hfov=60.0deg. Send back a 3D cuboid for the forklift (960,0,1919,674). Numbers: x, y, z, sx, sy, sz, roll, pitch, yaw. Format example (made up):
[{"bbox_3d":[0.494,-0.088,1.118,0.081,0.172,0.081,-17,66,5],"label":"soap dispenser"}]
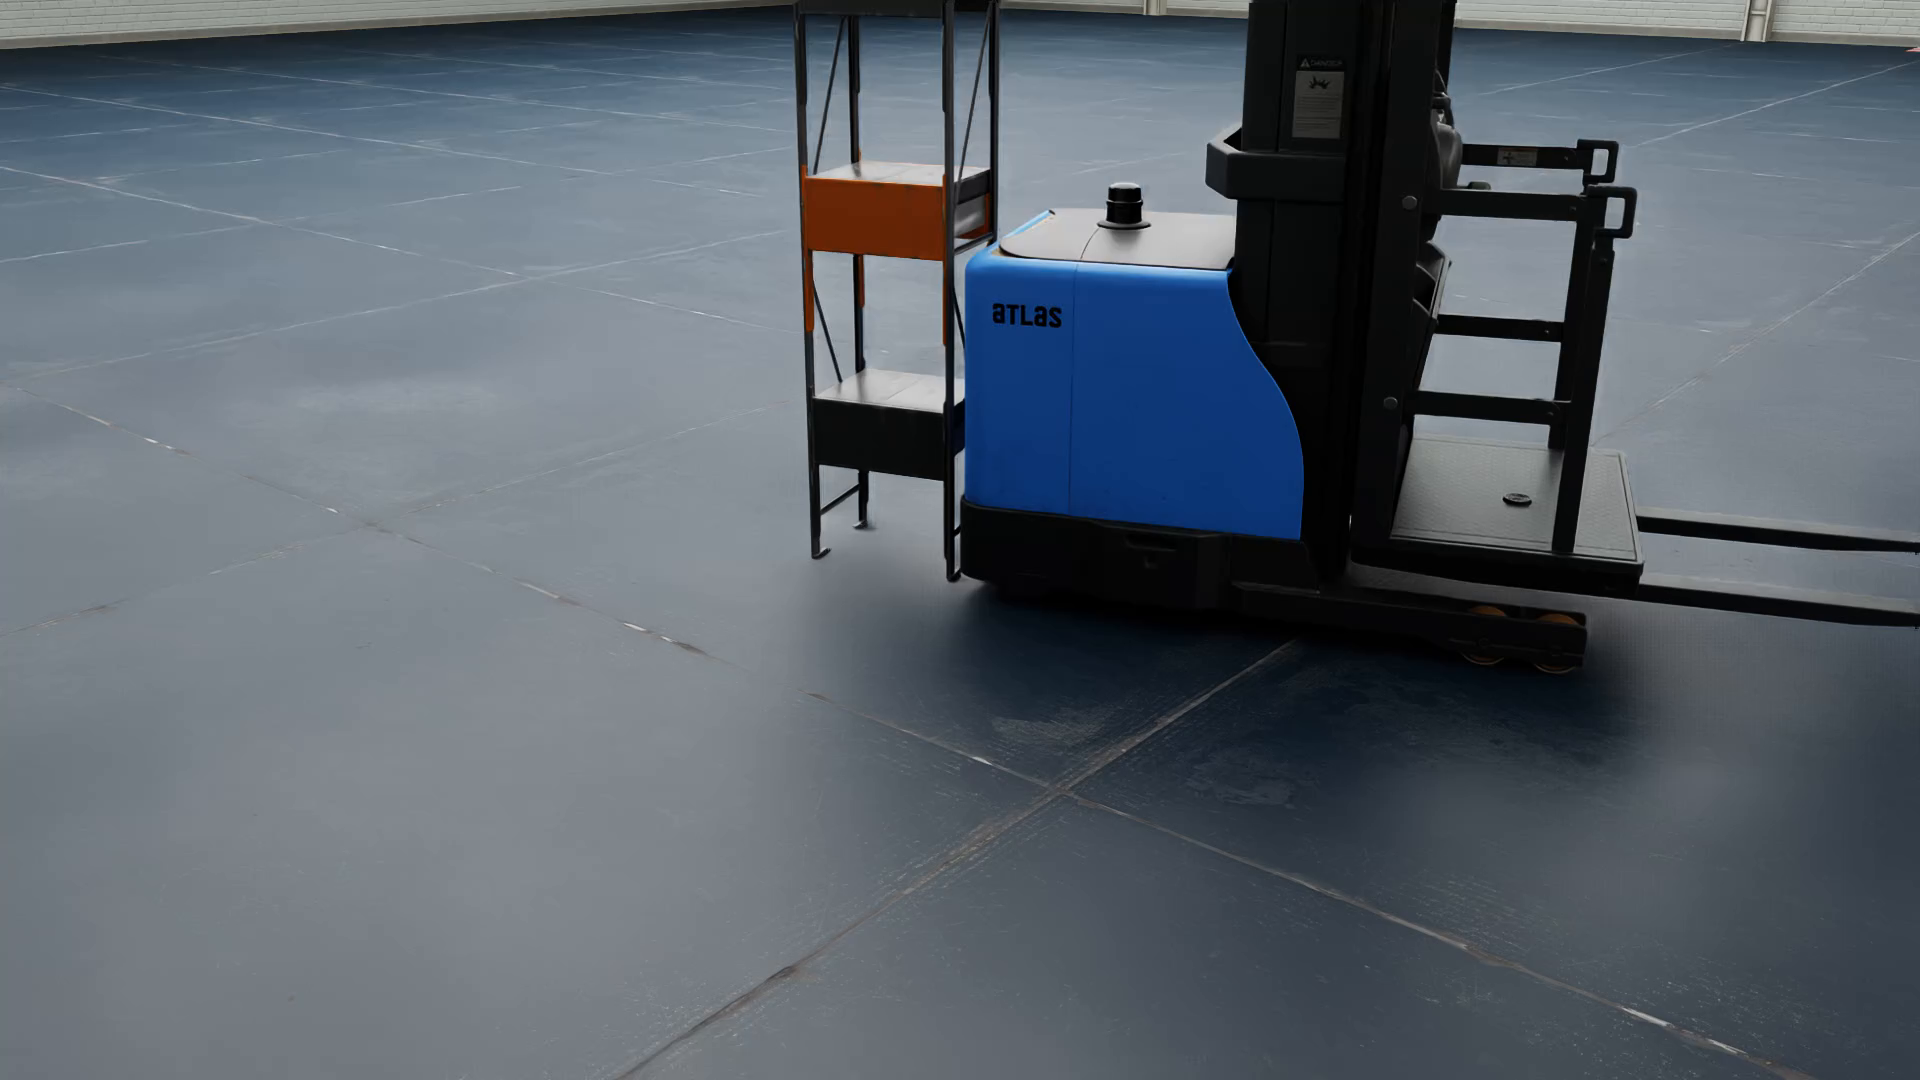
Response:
[{"bbox_3d":[1.575,-1.202,4.757,3.031,2.935,1.130,6,22,17],"label":"forklift"}]

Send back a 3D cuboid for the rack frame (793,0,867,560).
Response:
[{"bbox_3d":[-0.413,-0.983,5.355,0.015,2.100,0.400,8,22,21],"label":"rack frame"}]

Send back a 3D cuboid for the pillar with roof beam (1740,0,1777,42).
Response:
[{"bbox_3d":[10.701,-11.460,23.360,0.400,9.000,9.100,16,26,36],"label":"pillar with roof beam"}]

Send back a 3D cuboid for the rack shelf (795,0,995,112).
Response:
[{"bbox_3d":[-0.187,-1.592,5.025,0.480,0.518,0.431,8,22,21],"label":"rack shelf"}]

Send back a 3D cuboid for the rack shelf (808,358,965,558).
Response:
[{"bbox_3d":[-0.187,-0.282,5.519,0.480,0.518,0.431,8,22,21],"label":"rack shelf"}]

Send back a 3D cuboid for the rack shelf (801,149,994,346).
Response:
[{"bbox_3d":[-0.187,-0.937,5.272,0.480,0.518,0.431,8,22,21],"label":"rack shelf"}]

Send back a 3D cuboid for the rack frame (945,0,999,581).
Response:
[{"bbox_3d":[0.038,-0.917,5.180,0.015,2.100,0.400,8,22,21],"label":"rack frame"}]

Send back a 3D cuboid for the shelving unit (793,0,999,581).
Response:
[{"bbox_3d":[-0.187,-0.950,5.267,0.503,2.100,0.431,8,22,21],"label":"shelving unit"}]

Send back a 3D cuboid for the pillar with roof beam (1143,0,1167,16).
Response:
[{"bbox_3d":[1.404,-14.137,30.460,0.400,9.000,9.100,16,26,36],"label":"pillar with roof beam"}]
